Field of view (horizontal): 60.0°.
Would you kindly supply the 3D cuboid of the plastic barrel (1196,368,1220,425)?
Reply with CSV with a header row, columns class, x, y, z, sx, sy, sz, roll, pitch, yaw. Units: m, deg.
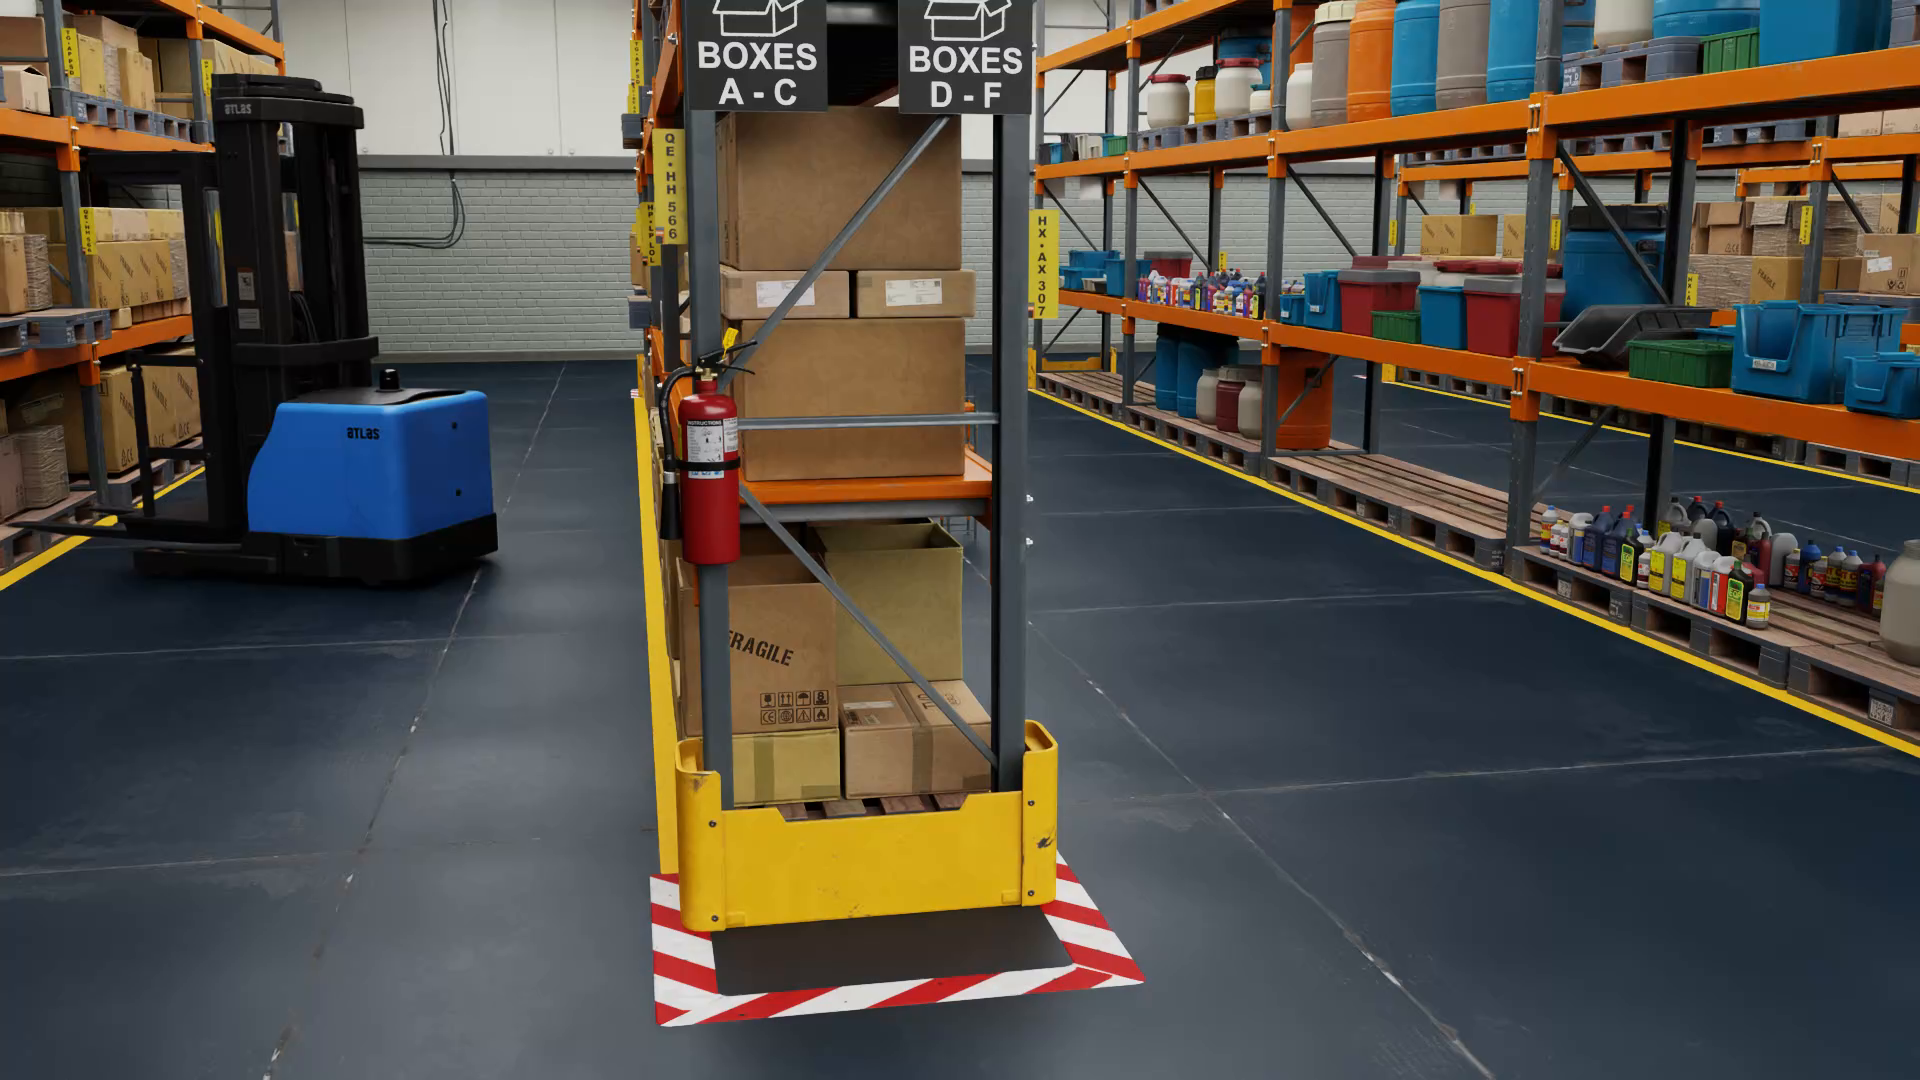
class,x,y,z,sx,sy,sz,roll,pitch,yaw
plastic barrel,2.478,-1.377,15.940,0.421,0.512,0.421,0,11,0

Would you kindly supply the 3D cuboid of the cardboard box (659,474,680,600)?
class,x,y,z,sx,sy,sz,roll,pitch,yaw
cardboard box,-1.096,-0.027,7.543,0.500,0.500,0.500,-2,11,-11

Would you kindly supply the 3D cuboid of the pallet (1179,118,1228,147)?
class,x,y,z,sx,sy,sz,roll,pitch,yaw
pallet,2.701,-3.763,15.426,1.003,0.211,1.213,-2,11,-11

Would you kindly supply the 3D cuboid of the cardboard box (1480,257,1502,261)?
class,x,y,z,sx,sy,sz,roll,pitch,yaw
cardboard box,6.542,-3.242,19.816,0.500,0.250,0.500,-2,11,-10

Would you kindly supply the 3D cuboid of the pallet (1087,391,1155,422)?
class,x,y,z,sx,sy,sz,roll,pitch,yaw
pallet,2.048,-1.494,18.480,1.003,0.211,1.213,-2,11,-11

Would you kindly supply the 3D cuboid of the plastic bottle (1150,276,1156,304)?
class,x,y,z,sx,sy,sz,roll,pitch,yaw
plastic bottle,1.967,-2.521,16.765,0.097,0.271,0.097,0,11,0

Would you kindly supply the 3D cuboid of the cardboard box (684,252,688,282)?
class,x,y,z,sx,sy,sz,roll,pitch,yaw
cardboard box,-1.212,-1.395,8.500,0.380,0.149,0.250,-2,11,-11

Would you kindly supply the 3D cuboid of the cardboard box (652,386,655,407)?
class,x,y,z,sx,sy,sz,roll,pitch,yaw
cardboard box,-2.365,-1.063,14.268,0.500,0.500,0.500,-3,11,-13

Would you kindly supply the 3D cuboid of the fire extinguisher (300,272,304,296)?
class,x,y,z,sx,sy,sz,roll,pitch,yaw
fire extinguisher,-7.843,-2.927,19.755,0.296,0.674,0.183,-2,11,-11

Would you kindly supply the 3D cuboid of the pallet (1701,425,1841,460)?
class,x,y,z,sx,sy,sz,roll,pitch,yaw
pallet,7.786,-0.954,15.644,1.003,0.211,1.213,-2,11,-11

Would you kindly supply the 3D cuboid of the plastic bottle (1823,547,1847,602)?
class,x,y,z,sx,sy,sz,roll,pitch,yaw
plastic bottle,4.430,0.170,8.402,0.097,0.271,0.097,0,11,0

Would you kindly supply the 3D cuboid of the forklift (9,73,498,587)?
class,x,y,z,sx,sy,sz,roll,pitch,yaw
forklift,-4.486,-1.303,10.204,3.031,2.935,1.130,3,11,16

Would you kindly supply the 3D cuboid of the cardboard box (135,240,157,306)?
class,x,y,z,sx,sy,sz,roll,pitch,yaw
cardboard box,-6.742,-2.127,13.233,0.500,0.500,0.500,-2,11,-11

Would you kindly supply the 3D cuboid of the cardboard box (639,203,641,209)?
class,x,y,z,sx,sy,sz,roll,pitch,yaw
cardboard box,-3.085,-3.268,17.403,0.500,0.500,0.500,-2,11,-12

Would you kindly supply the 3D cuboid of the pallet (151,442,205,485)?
class,x,y,z,sx,sy,sz,roll,pitch,yaw
pallet,-7.024,-0.637,13.978,1.003,0.211,1.213,-2,11,-11

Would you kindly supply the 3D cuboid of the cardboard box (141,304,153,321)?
class,x,y,z,sx,sy,sz,roll,pitch,yaw
cardboard box,-6.856,-1.872,13.630,0.380,0.149,0.250,-2,11,-11

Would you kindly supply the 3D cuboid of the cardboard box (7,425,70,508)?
class,x,y,z,sx,sy,sz,roll,pitch,yaw
cardboard box,-6.519,-0.494,11.279,0.700,0.500,0.500,-2,11,-10

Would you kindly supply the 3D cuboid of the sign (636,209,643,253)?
class,x,y,z,sx,sy,sz,roll,pitch,yaw
sign,-2.383,-2.325,12.507,0.100,0.325,0.005,-2,11,-11

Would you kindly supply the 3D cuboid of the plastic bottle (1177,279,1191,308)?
class,x,y,z,sx,sy,sz,roll,pitch,yaw
plastic bottle,2.171,-2.358,15.895,0.152,0.276,0.135,-2,11,-11

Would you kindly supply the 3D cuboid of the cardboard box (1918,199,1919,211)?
class,x,y,z,sx,sy,sz,roll,pitch,yaw
cardboard box,11.616,-3.835,19.585,0.500,0.500,0.500,-3,11,-13

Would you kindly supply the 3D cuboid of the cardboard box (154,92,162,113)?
class,x,y,z,sx,sy,sz,roll,pitch,yaw
cardboard box,-7.852,-4.142,15.924,0.500,0.250,0.500,-2,11,-10

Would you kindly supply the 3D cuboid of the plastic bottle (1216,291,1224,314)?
class,x,y,z,sx,sy,sz,roll,pitch,yaw
plastic bottle,2.347,-2.129,14.890,0.097,0.201,0.097,0,11,0

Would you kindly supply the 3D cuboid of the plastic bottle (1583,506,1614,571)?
class,x,y,z,sx,sy,sz,roll,pitch,yaw
plastic bottle,3.535,-0.015,9.158,0.144,0.351,0.185,-2,11,-9

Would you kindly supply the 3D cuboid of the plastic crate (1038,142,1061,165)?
class,x,y,z,sx,sy,sz,roll,pitch,yaw
plastic crate,1.253,-4.792,20.680,0.497,0.269,0.590,-2,11,-11

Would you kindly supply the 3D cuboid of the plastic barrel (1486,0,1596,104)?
class,x,y,z,sx,sy,sz,roll,pitch,yaw
plastic barrel,3.474,-3.068,9.930,0.600,0.901,0.708,-2,11,-11

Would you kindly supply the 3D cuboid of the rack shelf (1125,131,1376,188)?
class,x,y,z,sx,sy,sz,roll,pitch,yaw
rack shelf,2.618,-3.483,15.377,1.077,0.370,4.000,-2,11,-11

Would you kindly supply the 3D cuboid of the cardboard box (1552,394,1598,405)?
class,x,y,z,sx,sy,sz,roll,pitch,yaw
cardboard box,7.232,-1.956,18.011,1.225,0.875,0.875,-2,11,-11

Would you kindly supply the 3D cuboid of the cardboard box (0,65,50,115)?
class,x,y,z,sx,sy,sz,roll,pitch,yaw
cardboard box,-6.306,-2.954,10.854,0.500,0.311,0.500,-2,11,-11

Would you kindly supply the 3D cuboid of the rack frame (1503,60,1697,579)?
class,x,y,z,sx,sy,sz,roll,pitch,yaw
rack frame,3.785,-1.263,9.809,1.000,3.000,0.127,-2,11,-11

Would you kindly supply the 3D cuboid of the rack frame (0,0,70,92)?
class,x,y,z,sx,sy,sz,roll,pitch,yaw
rack frame,-6.711,-4.583,11.209,1.000,3.000,0.127,-2,11,-11

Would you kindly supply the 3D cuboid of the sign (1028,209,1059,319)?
class,x,y,z,sx,sy,sz,roll,pitch,yaw
sign,0.249,-0.833,5.024,0.100,0.325,0.005,-2,11,-11

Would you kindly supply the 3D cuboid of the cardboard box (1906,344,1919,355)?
class,x,y,z,sx,sy,sz,roll,pitch,yaw
cardboard box,11.560,-2.271,20.018,0.380,0.149,0.250,-2,11,-10

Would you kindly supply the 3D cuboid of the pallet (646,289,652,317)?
class,x,y,z,sx,sy,sz,roll,pitch,yaw
pallet,-2.235,-2.079,14.611,1.003,0.211,1.213,-2,11,-11

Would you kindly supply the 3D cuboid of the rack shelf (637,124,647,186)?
class,x,y,z,sx,sy,sz,roll,pitch,yaw
rack shelf,-2.241,-3.304,14.434,1.077,0.370,4.000,-2,11,-11

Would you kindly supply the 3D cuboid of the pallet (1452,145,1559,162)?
class,x,y,z,sx,sy,sz,roll,pitch,yaw
pallet,6.705,-4.714,20.155,1.003,0.211,1.213,-2,11,-11

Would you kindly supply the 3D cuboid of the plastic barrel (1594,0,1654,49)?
class,x,y,z,sx,sy,sz,roll,pitch,yaw
plastic barrel,3.676,-2.911,9.026,0.421,0.512,0.421,0,11,0

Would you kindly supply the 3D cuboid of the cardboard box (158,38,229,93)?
class,x,y,z,sx,sy,sz,roll,pitch,yaw
cardboard box,-7.352,-4.534,15.980,0.500,0.500,0.500,-2,11,-12

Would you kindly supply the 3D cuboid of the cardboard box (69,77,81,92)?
class,x,y,z,sx,sy,sz,roll,pitch,yaw
cardboard box,-7.016,-3.557,12.396,0.700,0.500,0.500,-3,11,-14

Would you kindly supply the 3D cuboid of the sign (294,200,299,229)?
class,x,y,z,sx,sy,sz,roll,pitch,yaw
sign,-7.731,-3.806,19.439,0.100,0.325,0.005,-2,11,-11

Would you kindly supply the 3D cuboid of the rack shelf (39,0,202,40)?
class,x,y,z,sx,sy,sz,roll,pitch,yaw
rack shelf,-7.100,-4.400,13.241,1.077,0.370,4.000,-2,11,-11

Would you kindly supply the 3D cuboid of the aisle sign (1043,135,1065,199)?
class,x,y,z,sx,sy,sz,roll,pitch,yaw
aisle sign,1.146,-4.743,21.142,0.394,0.787,0.004,-2,11,-11

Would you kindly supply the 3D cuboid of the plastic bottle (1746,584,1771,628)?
class,x,y,z,sx,sy,sz,roll,pitch,yaw
plastic bottle,3.776,0.308,7.861,0.097,0.201,0.097,0,11,0

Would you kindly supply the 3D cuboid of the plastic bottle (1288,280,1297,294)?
class,x,y,z,sx,sy,sz,roll,pitch,yaw
plastic bottle,3.060,-2.244,15.275,0.061,0.283,0.133,-2,11,-11

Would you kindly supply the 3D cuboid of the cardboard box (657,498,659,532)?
class,x,y,z,sx,sy,sz,roll,pitch,yaw
cardboard box,-1.636,-0.191,10.409,0.500,0.250,0.500,-2,11,-10

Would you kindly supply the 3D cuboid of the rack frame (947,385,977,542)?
class,x,y,z,sx,sy,sz,roll,pitch,yaw
rack frame,0.013,-0.503,11.032,0.200,1.050,0.008,-2,11,-11

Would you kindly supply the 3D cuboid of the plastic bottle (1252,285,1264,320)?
class,x,y,z,sx,sy,sz,roll,pitch,yaw
plastic bottle,2.510,-1.998,13.982,0.061,0.283,0.133,-2,11,-11

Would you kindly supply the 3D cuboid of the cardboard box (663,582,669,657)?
class,x,y,z,sx,sy,sz,roll,pitch,yaw
cardboard box,-1.097,0.341,7.614,0.500,0.250,0.500,-2,11,-11

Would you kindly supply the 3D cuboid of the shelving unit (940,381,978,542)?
class,x,y,z,sx,sy,sz,roll,pitch,yaw
shelving unit,-0.010,-0.526,11.150,0.215,1.050,0.252,-2,11,-11

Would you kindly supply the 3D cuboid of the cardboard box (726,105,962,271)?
class,x,y,z,sx,sy,sz,roll,pitch,yaw
cardboard box,-0.385,-1.132,5.384,0.700,0.500,0.500,-2,11,-11

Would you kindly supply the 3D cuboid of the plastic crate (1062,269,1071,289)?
class,x,y,z,sx,sy,sz,roll,pitch,yaw
plastic crate,1.433,-3.112,19.813,0.416,0.233,0.300,-2,11,-11

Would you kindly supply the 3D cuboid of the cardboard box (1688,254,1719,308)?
class,x,y,z,sx,sy,sz,roll,pitch,yaw
cardboard box,7.331,-2.494,16.010,0.500,0.500,0.500,-2,11,-13

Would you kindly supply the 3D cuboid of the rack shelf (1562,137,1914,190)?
class,x,y,z,sx,sy,sz,roll,pitch,yaw
rack shelf,7.477,-3.664,16.324,1.077,0.370,4.000,-2,11,-11

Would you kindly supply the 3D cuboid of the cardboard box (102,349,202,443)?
class,x,y,z,sx,sy,sz,roll,pitch,yaw
cardboard box,-7.059,-1.243,14.329,0.750,0.750,0.750,-2,11,-9

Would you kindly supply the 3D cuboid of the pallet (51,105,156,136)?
class,x,y,z,sx,sy,sz,roll,pitch,yaw
pallet,-7.108,-3.338,13.195,1.003,0.211,1.213,-2,11,-8

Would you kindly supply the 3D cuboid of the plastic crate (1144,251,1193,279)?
class,x,y,z,sx,sy,sz,roll,pitch,yaw
plastic crate,2.302,-2.964,18.414,0.402,0.464,0.583,-2,11,-11
